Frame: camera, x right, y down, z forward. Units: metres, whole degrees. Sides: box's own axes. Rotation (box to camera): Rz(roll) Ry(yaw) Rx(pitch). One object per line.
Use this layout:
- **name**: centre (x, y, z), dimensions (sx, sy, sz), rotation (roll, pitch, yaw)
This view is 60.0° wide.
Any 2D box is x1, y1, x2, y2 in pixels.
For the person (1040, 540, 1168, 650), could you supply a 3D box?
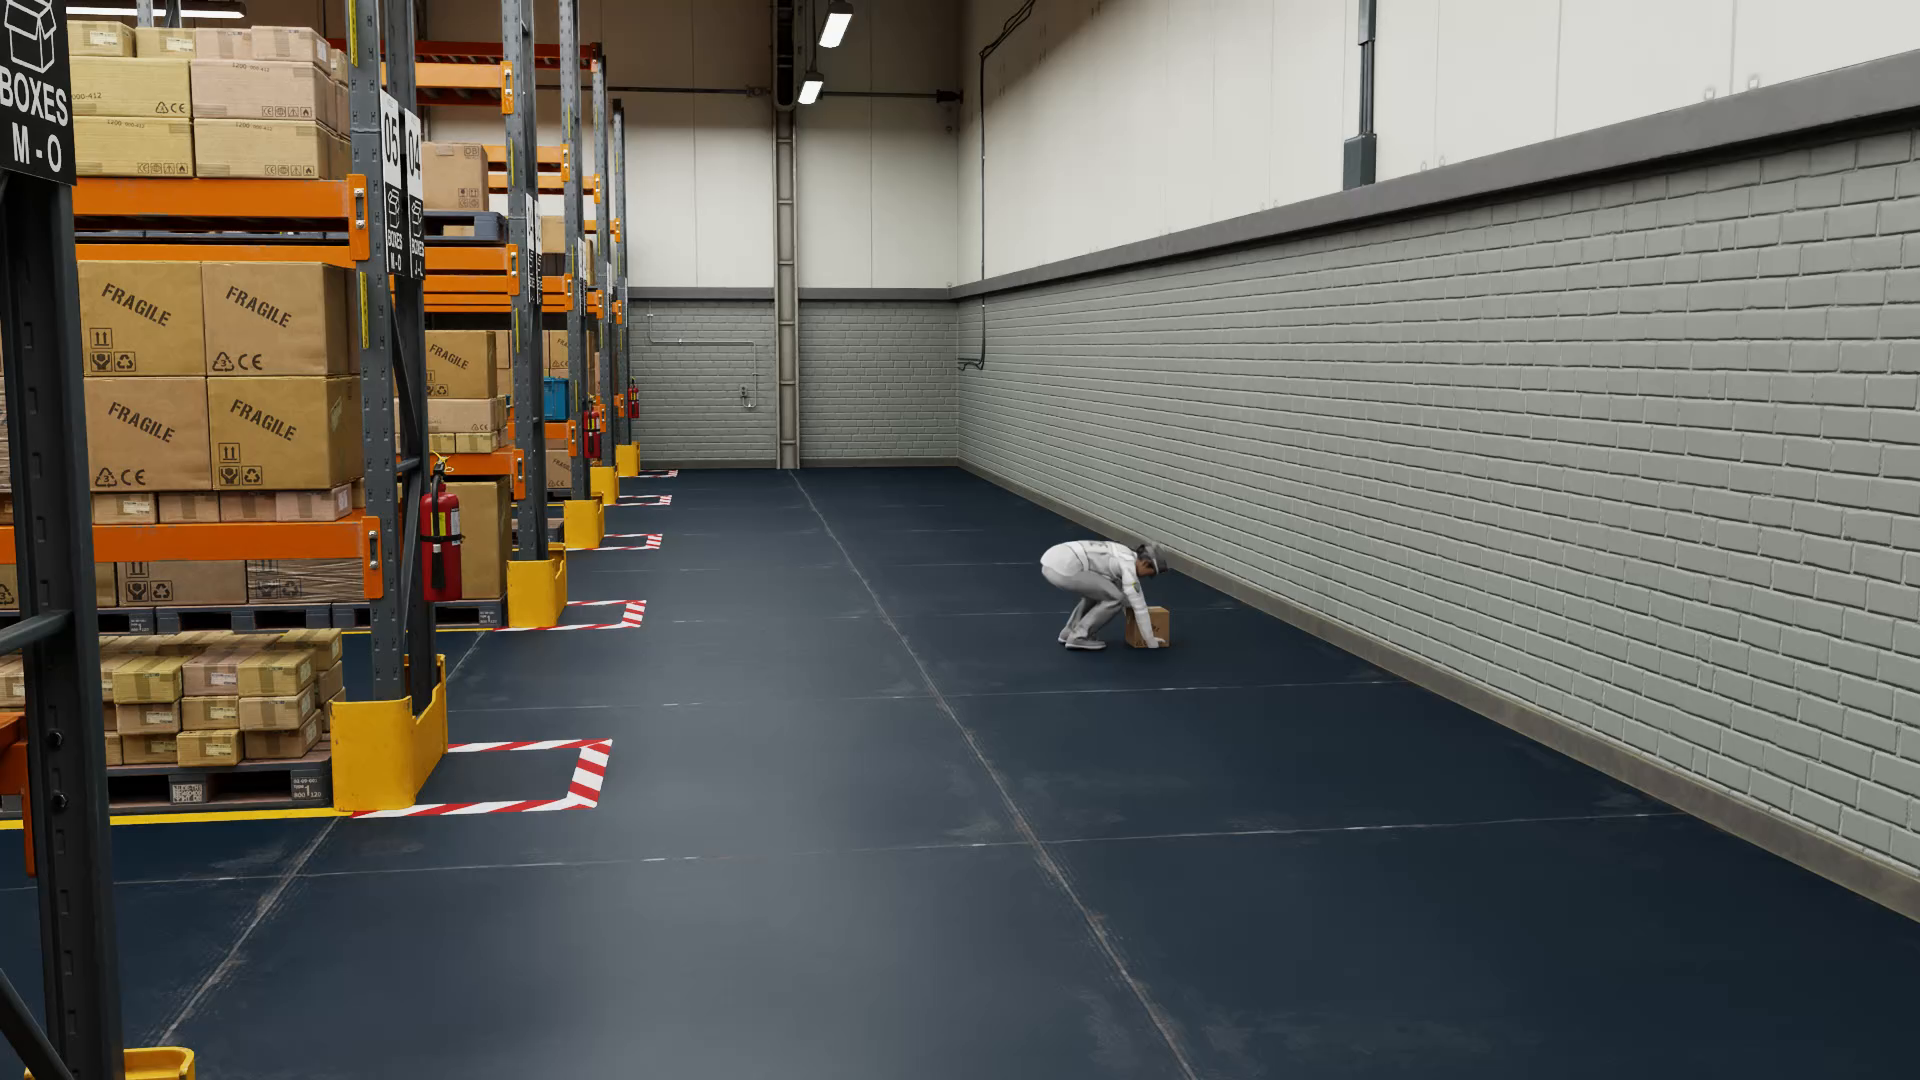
- **person**: centre (1.017, 0.380, 11.623), dimensions (0.914, 0.760, 0.458), rotation (-1, 7, -10)
